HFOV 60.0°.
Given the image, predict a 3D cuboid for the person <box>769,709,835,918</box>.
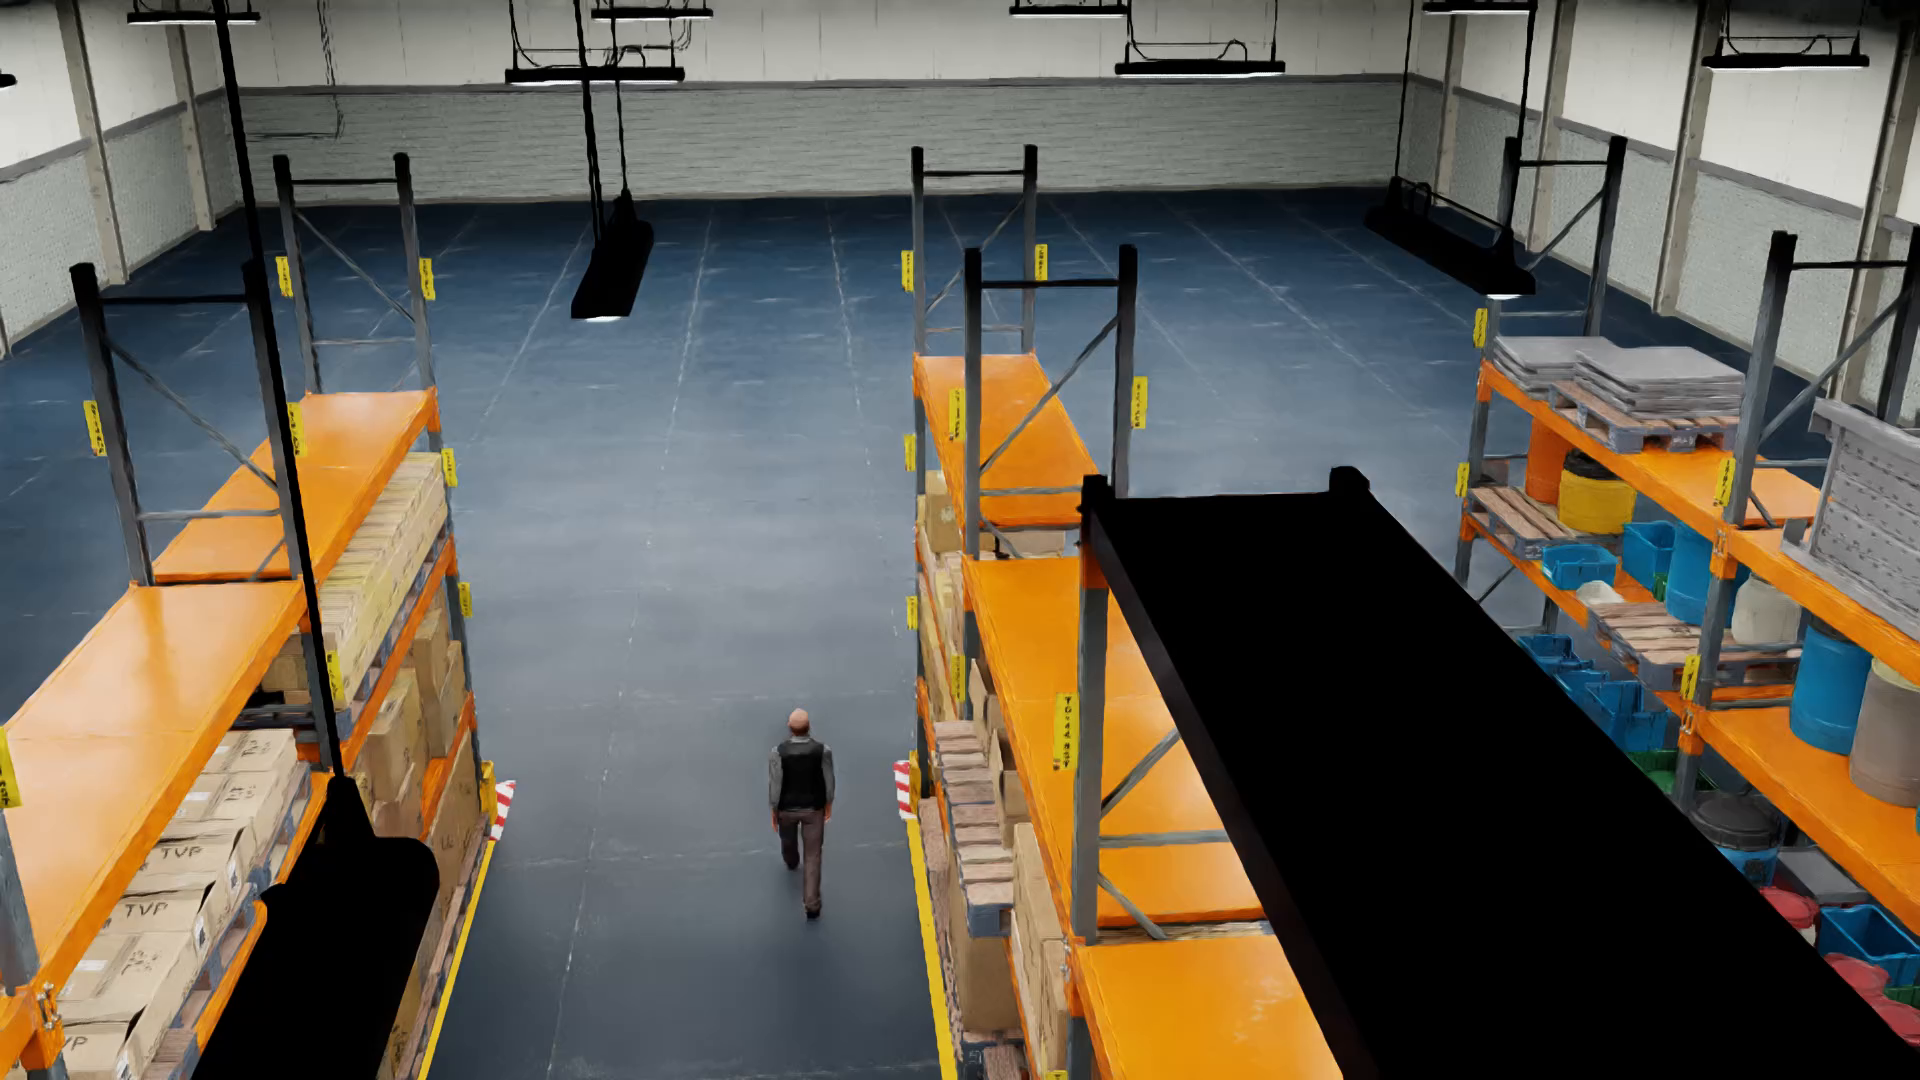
[{"bbox_3d":[-1.307,2.183,13.864,0.543,1.648,1.115,-1,22,-3],"label":"person"}]
